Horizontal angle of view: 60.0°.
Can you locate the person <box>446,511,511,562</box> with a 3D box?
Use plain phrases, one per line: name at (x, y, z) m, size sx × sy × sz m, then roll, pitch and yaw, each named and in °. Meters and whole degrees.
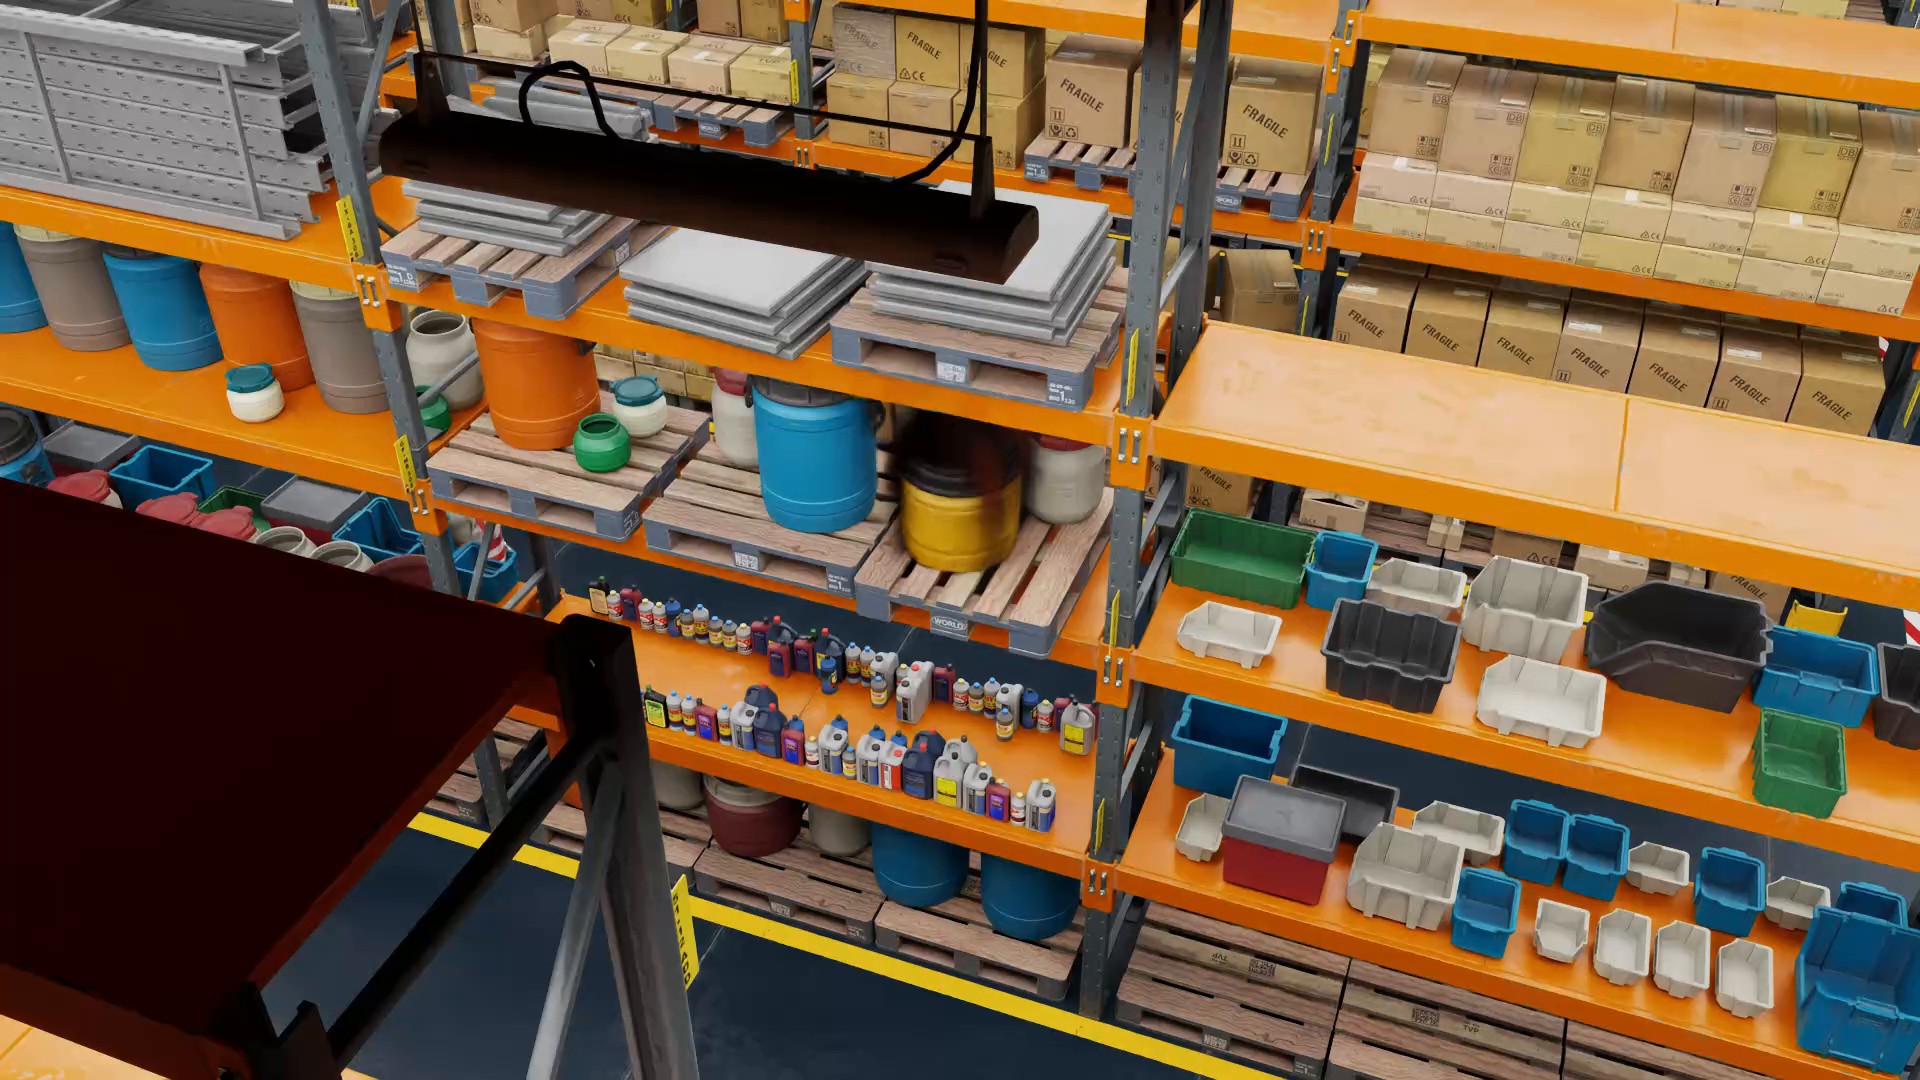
person at (-3.313, 0.142, 11.694) m, size 0.536 × 1.776 × 0.648 m, roll -16°, pitch 39°, yaw -21°
